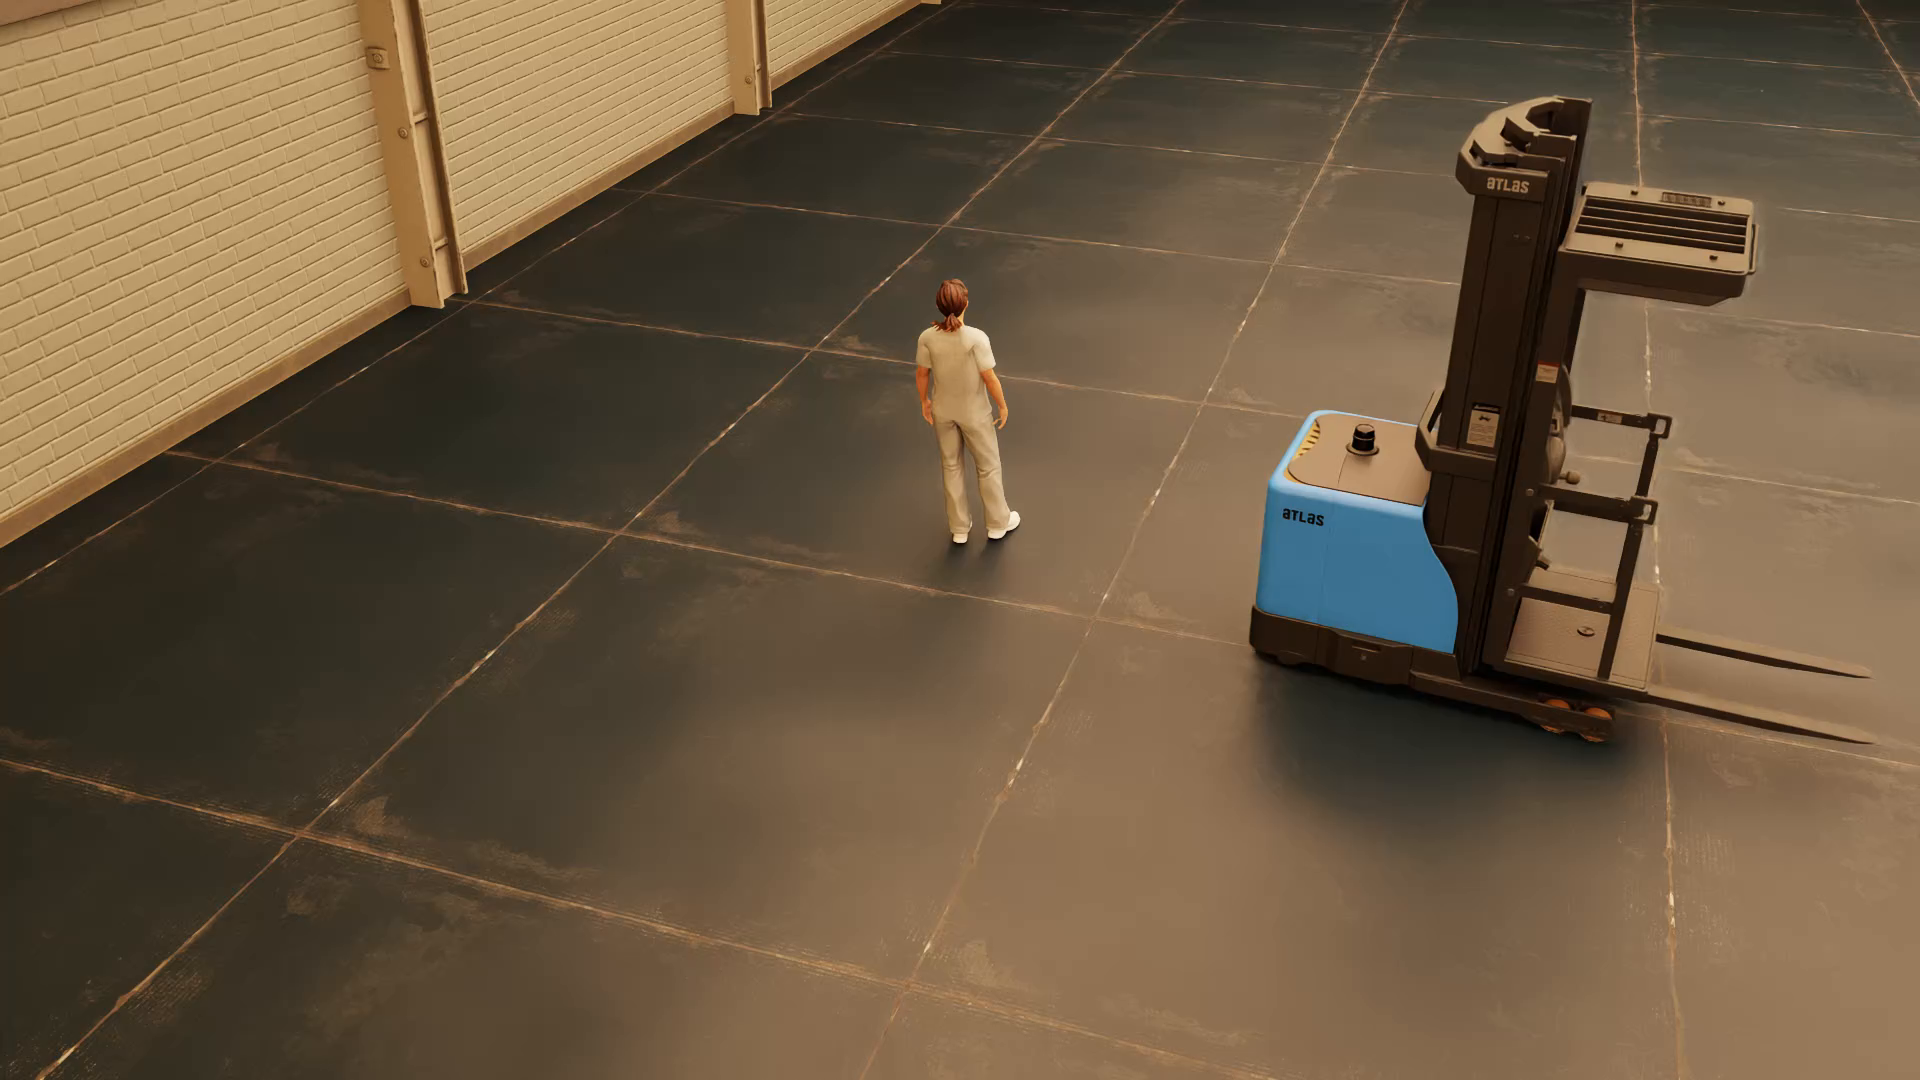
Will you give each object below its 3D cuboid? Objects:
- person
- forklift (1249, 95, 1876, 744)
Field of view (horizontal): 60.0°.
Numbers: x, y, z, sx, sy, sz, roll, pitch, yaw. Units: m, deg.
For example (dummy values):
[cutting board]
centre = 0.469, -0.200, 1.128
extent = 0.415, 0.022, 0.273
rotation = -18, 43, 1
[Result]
[person]
centre = 0.037, -0.766, 9.734
extent = 0.549, 1.675, 0.549
rotation = 10, 31, 16
[forklift]
centre = 3.125, -0.564, 8.125
extent = 3.031, 2.935, 1.130
rotation = 12, 32, 21
